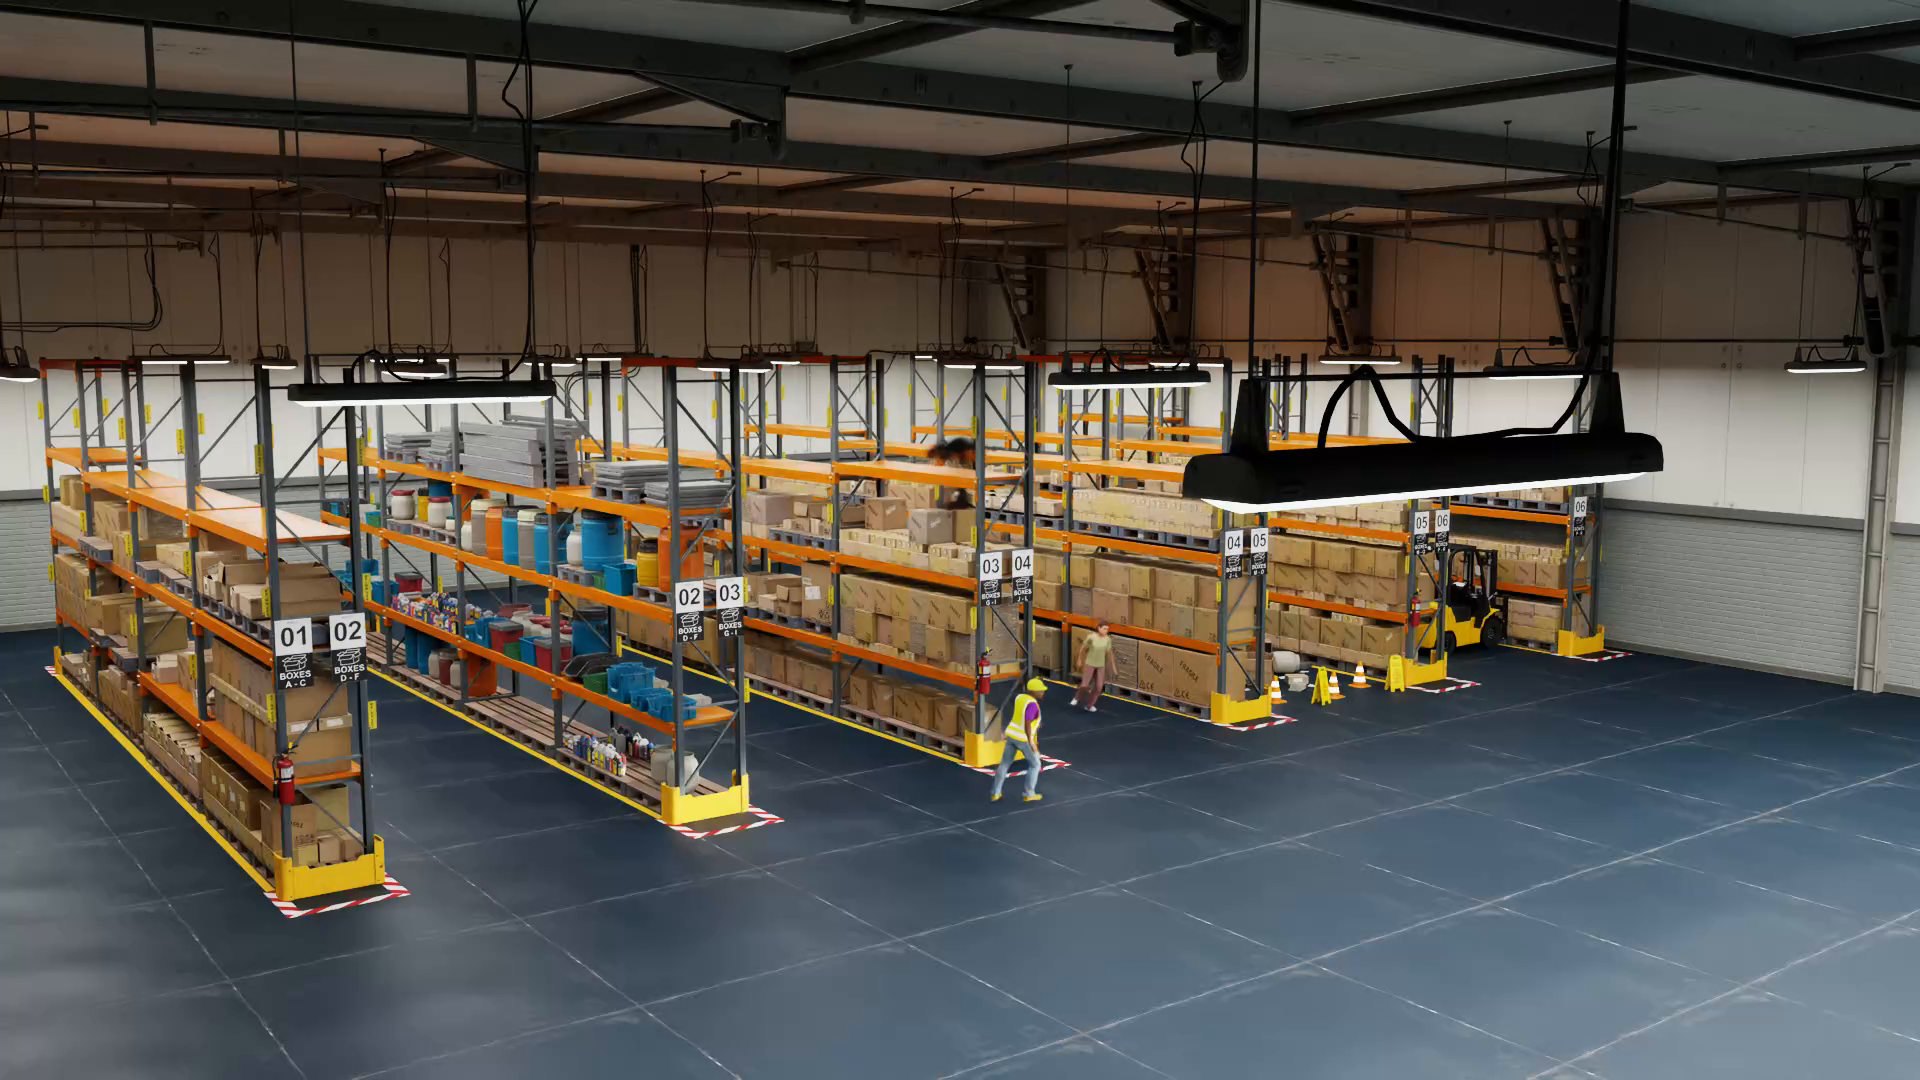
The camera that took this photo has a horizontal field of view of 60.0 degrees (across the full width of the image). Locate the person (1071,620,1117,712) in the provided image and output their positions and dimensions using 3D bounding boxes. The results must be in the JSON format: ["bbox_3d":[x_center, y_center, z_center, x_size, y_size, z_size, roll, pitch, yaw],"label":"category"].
[{"bbox_3d":[2.276,2.127,28.364,0.721,1.598,0.583,-2,7,-14],"label":"person"}]

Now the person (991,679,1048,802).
[{"bbox_3d":[0.879,2.750,22.931,0.869,1.695,0.683,-6,9,-39],"label":"person"}]

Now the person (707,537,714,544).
[{"bbox_3d":[-6.006,0.761,39.782,0.597,1.673,0.756,-1,7,-10],"label":"person"}]
